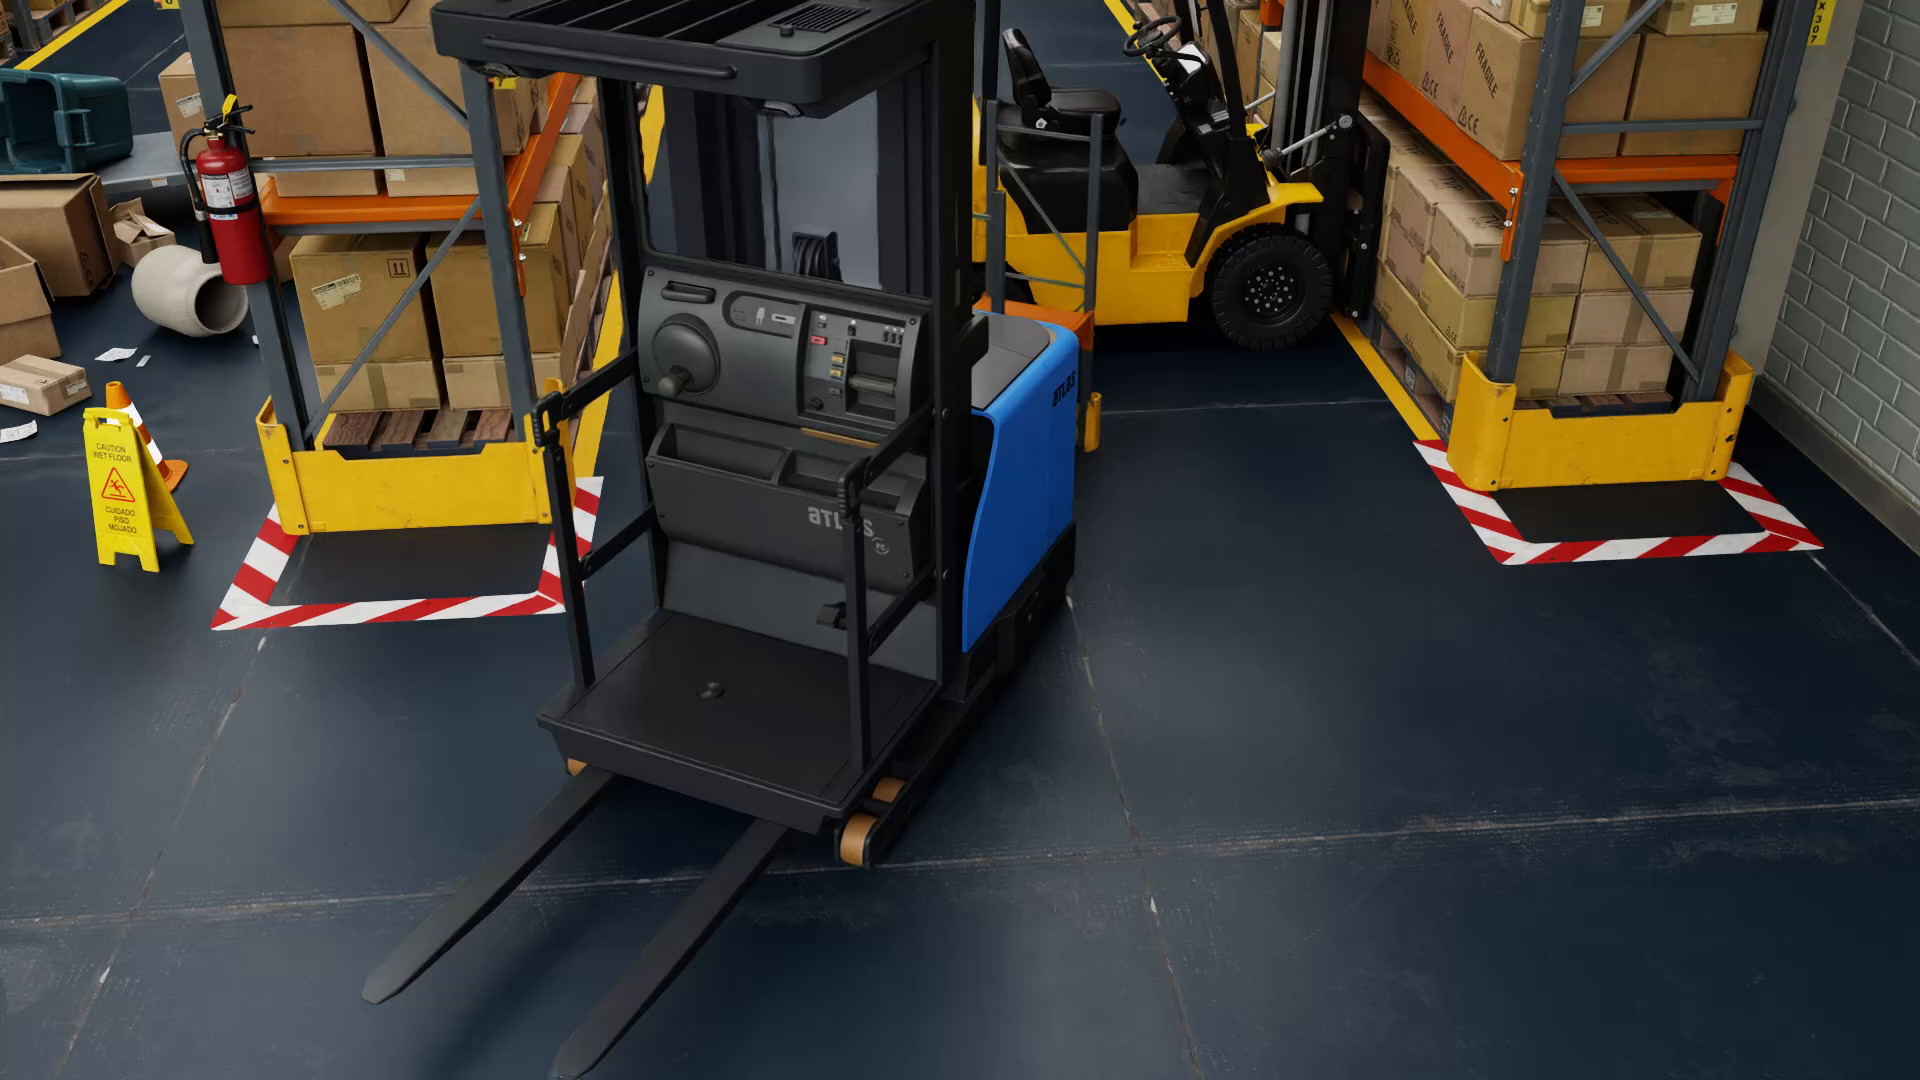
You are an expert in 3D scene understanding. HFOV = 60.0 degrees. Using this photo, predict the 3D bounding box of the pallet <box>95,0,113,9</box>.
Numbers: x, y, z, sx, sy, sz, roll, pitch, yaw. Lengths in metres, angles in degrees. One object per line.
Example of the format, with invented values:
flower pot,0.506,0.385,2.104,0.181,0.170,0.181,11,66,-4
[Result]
pallet,-8.054,-5.001,14.917,1.003,0.211,1.213,-3,31,-5

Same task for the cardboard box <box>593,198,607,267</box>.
cardboard box,-2.153,-1.604,8.782,0.500,0.250,0.500,-2,31,-4

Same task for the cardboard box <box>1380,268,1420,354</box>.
cardboard box,2.341,-1.101,7.939,0.500,0.250,0.500,-3,31,-5

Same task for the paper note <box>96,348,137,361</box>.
paper note,-4.205,-0.930,8.289,0.148,0.019,0.142,8,32,13

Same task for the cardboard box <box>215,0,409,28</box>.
cardboard box,-2.470,-2.232,6.199,0.700,0.500,0.500,-3,31,-6

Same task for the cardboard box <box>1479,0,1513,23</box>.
cardboard box,2.372,-2.236,6.838,0.380,0.149,0.250,-2,31,-4

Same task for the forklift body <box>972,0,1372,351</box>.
forklift body,0.743,-2.138,8.232,2.313,2.155,1.214,-3,31,-5

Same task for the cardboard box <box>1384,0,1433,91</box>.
cardboard box,2.342,-2.430,7.796,0.500,0.500,0.500,-3,31,-6

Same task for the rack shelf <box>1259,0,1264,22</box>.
rack shelf,2.176,-4.376,11.853,1.077,0.370,4.000,-3,31,-5

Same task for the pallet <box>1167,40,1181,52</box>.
pallet,2.138,-3.465,12.346,1.003,0.211,1.213,-3,31,-5

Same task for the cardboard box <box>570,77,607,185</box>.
cardboard box,-2.207,-2.197,9.044,0.500,0.500,0.500,-2,31,-4

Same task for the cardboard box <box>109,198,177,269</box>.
cardboard box,-4.639,-1.732,9.390,0.396,0.266,0.258,27,40,37

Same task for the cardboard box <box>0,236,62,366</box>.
cardboard box,-4.889,-1.086,8.077,0.637,0.503,0.797,27,40,37

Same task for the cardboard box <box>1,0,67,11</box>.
cardboard box,-7.683,-4.658,13.651,0.500,0.500,0.500,-4,31,-7

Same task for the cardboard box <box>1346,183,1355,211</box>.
cardboard box,2.232,-1.844,8.697,0.500,0.250,0.500,-3,31,-5

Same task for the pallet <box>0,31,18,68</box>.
pallet,-7.873,-3.574,12.528,1.003,0.211,1.213,-3,31,-5

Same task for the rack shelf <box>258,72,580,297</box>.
rack shelf,-2.392,-2.094,8.032,1.077,0.370,4.000,-3,31,-5

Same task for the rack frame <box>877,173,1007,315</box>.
rack frame,-0.069,-0.639,6.358,0.500,1.500,0.032,13,33,20

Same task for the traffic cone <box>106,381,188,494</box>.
traffic cone,-3.529,-0.451,7.053,0.336,0.463,0.334,-3,31,-5

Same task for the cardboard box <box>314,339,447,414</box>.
cardboard box,-2.550,-0.794,7.426,0.500,0.250,0.500,-3,31,-5

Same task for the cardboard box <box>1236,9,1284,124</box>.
cardboard box,2.303,-3.090,10.905,0.875,0.625,0.625,-1,31,-2

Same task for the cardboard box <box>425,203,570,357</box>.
cardboard box,-2.008,-1.141,7.275,0.500,0.500,0.500,-4,31,-6

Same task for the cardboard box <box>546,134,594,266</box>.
cardboard box,-2.100,-1.664,8.151,0.500,0.500,0.500,-2,31,-4

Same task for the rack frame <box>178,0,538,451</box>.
rack frame,-2.205,-1.382,6.138,1.000,3.000,0.127,-3,31,-5

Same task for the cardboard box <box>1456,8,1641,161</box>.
cardboard box,2.429,-1.903,6.914,0.500,0.500,0.500,-3,31,-6

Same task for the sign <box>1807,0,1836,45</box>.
sign,3.290,-2.051,6.337,0.100,0.325,0.005,-3,31,-5

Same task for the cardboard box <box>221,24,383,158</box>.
cardboard box,-2.530,-1.816,6.478,0.500,0.500,0.500,-3,31,-5

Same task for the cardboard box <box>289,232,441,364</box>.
cardboard box,-2.539,-1.100,7.207,0.500,0.500,0.500,-3,31,-4

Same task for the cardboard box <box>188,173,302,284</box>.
cardboard box,-3.833,-1.740,9.173,0.500,0.500,0.500,20,36,29

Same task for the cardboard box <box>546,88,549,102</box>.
cardboard box,-2.048,-1.987,7.397,0.380,0.149,0.250,-2,31,-3

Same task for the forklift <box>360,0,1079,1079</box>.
forklift,-0.631,-0.513,4.751,1.130,2.935,3.031,13,33,21

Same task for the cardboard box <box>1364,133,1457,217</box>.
cardboard box,2.273,-1.788,8.116,0.500,0.250,0.500,-2,31,-4

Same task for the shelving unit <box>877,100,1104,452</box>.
shelving unit,0.142,-0.882,6.763,0.587,1.500,1.083,13,33,20

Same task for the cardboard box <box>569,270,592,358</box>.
cardboard box,-2.045,-1.068,7.884,0.500,0.250,0.500,-2,31,-3

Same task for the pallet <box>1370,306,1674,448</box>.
pallet,2.624,-0.813,7.905,1.003,0.211,1.213,-3,31,-5

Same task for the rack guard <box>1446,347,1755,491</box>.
rack guard,2.739,-0.536,7.160,1.175,0.500,0.348,-3,31,-5

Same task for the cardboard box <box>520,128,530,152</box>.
cardboard box,-2.012,-1.725,6.958,0.380,0.149,0.250,-4,31,-6

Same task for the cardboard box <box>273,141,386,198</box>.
cardboard box,-2.453,-1.455,6.505,0.380,0.149,0.250,-2,31,-3

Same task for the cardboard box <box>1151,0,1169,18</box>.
cardboard box,2.034,-4.548,13.345,0.875,0.625,0.625,-2,31,-3

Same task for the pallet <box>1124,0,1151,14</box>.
pallet,1.957,-4.892,14.734,1.003,0.211,1.213,-3,31,-5

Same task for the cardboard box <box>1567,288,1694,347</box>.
cardboard box,2.900,-1.086,7.427,0.500,0.250,0.500,-2,31,-4

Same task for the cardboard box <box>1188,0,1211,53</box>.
cardboard box,2.166,-3.871,12.211,0.875,0.625,0.625,-4,31,-7

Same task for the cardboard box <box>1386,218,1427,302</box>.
cardboard box,2.344,-1.326,7.829,0.500,0.250,0.500,-3,31,-5

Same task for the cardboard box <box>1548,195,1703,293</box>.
cardboard box,2.880,-1.305,7.307,0.500,0.250,0.500,-3,31,-5

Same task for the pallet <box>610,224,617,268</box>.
pallet,-2.481,-1.886,9.701,1.003,0.211,1.213,-3,31,-5

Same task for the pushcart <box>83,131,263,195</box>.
pushcart,-4.844,-2.164,10.004,1.648,0.377,0.936,-14,33,-22

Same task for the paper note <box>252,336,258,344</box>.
paper note,-3.513,-1.028,8.442,0.142,0.019,0.148,-14,33,-22

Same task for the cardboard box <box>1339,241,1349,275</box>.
cardboard box,2.233,-1.621,8.810,0.500,0.250,0.500,-2,31,-3

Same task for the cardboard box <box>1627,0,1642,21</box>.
cardboard box,2.877,-2.252,6.864,0.380,0.149,0.250,-3,31,-5

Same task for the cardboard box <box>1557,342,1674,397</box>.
cardboard box,2.886,-0.882,7.573,0.500,0.250,0.500,-3,31,-4

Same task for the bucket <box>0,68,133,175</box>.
bucket,-5.189,-2.424,9.592,0.726,0.611,0.620,8,22,13

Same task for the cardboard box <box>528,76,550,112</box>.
cardboard box,-2.024,-2.072,6.906,0.500,0.500,0.500,-2,31,-3

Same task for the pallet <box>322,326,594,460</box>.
pallet,-2.253,-0.640,7.616,1.003,0.211,1.213,-3,31,-5

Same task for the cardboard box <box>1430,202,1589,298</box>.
cardboard box,2.383,-1.271,7.249,0.500,0.250,0.500,-2,31,-3

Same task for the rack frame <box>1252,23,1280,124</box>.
rack frame,2.363,-3.664,9.959,1.000,3.000,0.127,-3,31,-5

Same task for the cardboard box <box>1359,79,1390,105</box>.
cardboard box,2.192,-2.316,8.999,0.500,0.250,0.500,-2,31,-3

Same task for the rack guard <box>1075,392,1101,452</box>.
rack guard,0.345,-0.578,7.474,0.587,0.250,0.087,13,33,20
